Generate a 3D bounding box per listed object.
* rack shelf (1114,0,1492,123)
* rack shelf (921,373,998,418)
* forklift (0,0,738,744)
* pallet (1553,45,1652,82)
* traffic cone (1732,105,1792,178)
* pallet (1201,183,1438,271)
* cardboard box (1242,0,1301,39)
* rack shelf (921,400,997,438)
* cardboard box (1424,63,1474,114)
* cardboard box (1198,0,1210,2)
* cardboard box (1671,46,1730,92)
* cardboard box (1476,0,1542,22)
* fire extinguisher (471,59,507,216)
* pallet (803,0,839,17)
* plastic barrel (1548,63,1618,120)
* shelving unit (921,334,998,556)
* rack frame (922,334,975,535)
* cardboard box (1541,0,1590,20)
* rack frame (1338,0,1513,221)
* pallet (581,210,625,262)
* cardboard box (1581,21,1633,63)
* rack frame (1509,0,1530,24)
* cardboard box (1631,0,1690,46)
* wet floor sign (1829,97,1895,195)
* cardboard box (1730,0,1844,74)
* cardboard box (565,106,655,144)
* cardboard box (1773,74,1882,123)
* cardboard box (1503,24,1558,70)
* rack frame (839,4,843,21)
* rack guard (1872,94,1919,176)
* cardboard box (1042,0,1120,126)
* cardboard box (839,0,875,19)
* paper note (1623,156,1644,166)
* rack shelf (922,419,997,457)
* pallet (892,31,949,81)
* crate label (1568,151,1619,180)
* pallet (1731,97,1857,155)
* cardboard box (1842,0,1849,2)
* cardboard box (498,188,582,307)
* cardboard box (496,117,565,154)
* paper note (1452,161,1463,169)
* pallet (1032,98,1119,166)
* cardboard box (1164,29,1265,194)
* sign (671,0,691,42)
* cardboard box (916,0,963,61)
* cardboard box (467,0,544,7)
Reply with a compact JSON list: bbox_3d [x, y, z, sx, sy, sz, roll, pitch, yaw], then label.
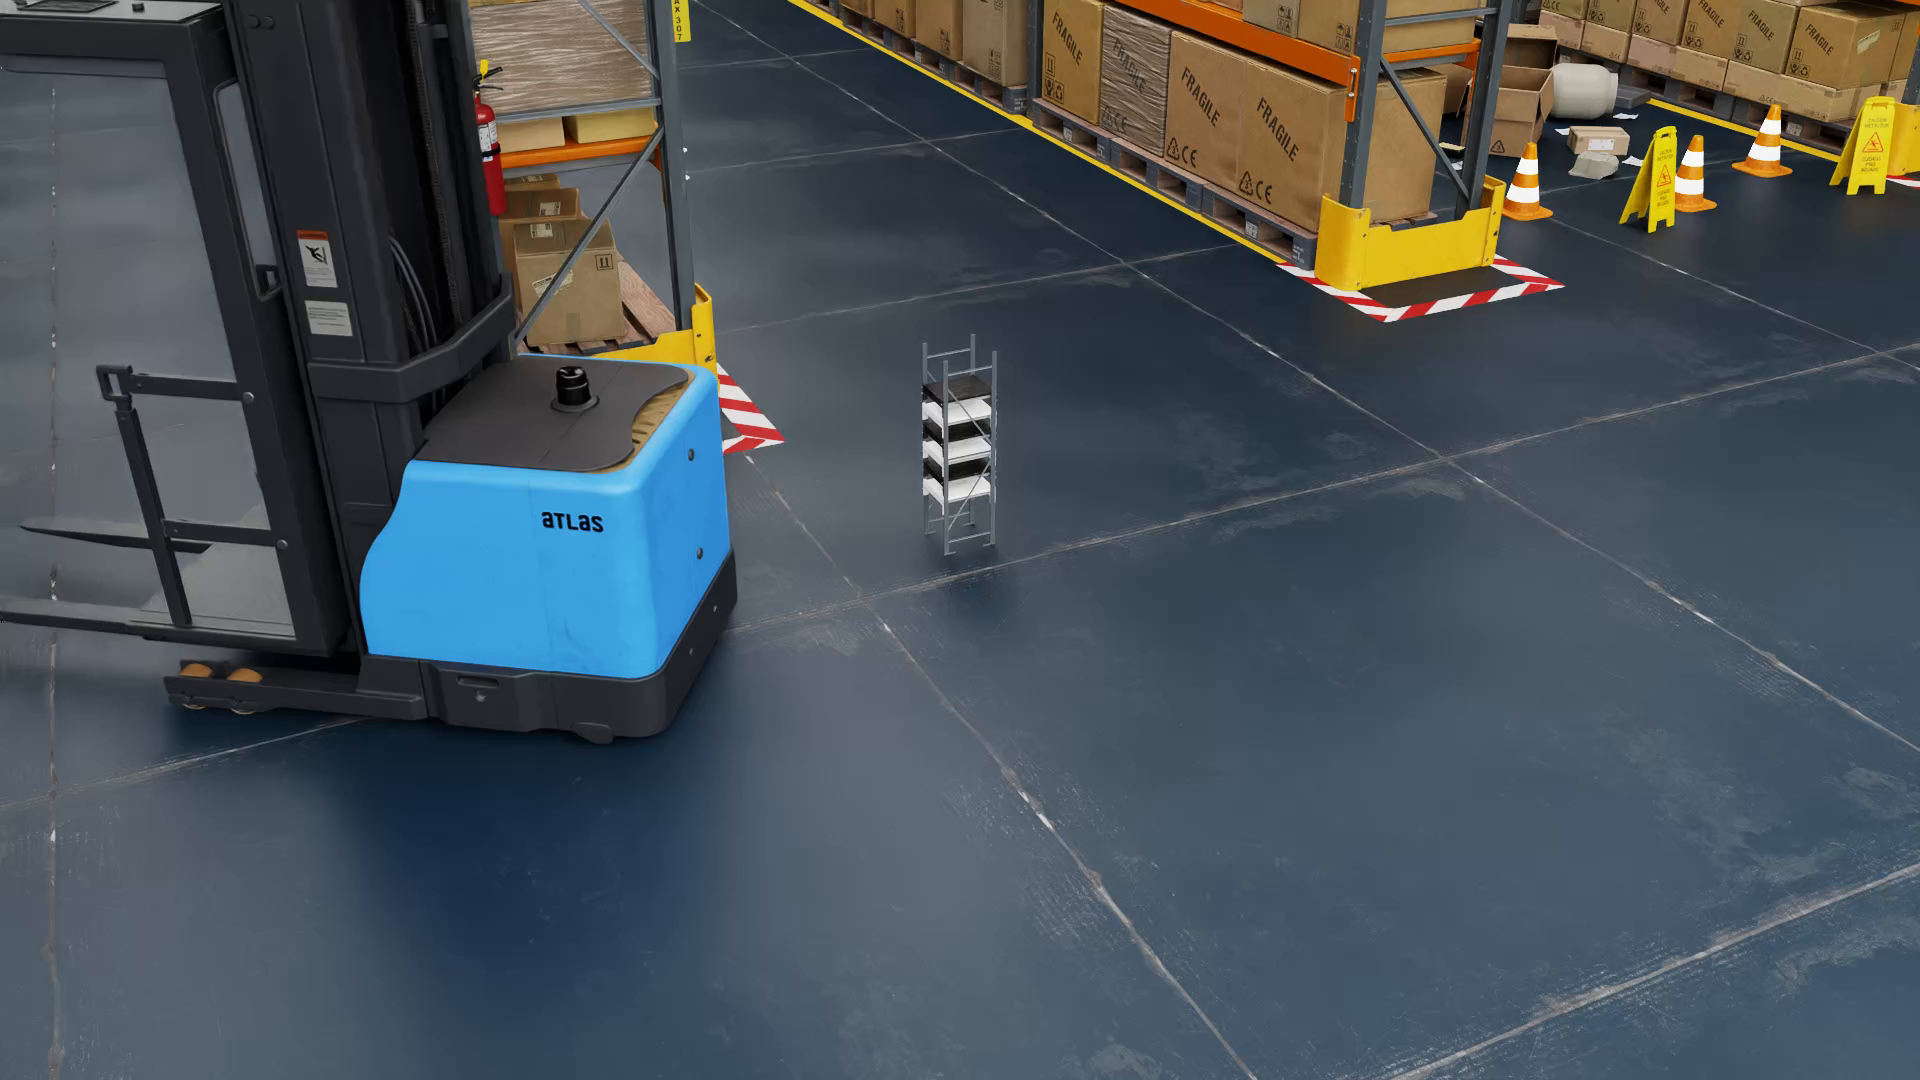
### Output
[{"bbox_3d":[1.863,-3.554,11.257,1.077,0.370,4.000,-13,32,-22],"label":"rack shelf"},{"bbox_3d":[-0.003,-0.603,6.921,0.258,0.077,0.200,-13,32,-22],"label":"rack shelf"},{"bbox_3d":[-2.456,-0.887,5.834,3.031,2.935,1.130,5,30,8],"label":"forklift"},{"bbox_3d":[5.752,-4.330,14.756,1.003,0.211,1.213,-13,32,-22],"label":"pallet"},{"bbox_3d":[5.799,-2.881,11.915,0.336,0.463,0.334,-13,32,-22],"label":"traffic cone"},{"bbox_3d":[2.308,-2.105,10.789,1.003,0.211,1.213,-13,32,-22],"label":"pallet"},{"bbox_3d":[2.265,-3.443,10.170,0.875,0.550,0.550,-13,32,-22],"label":"cardboard box"},{"bbox_3d":[-0.003,-0.524,6.965,0.258,0.077,0.200,-13,32,-22],"label":"rack shelf"},{"bbox_3d":[3.699,-3.695,13.186,0.797,0.637,0.503,-13,32,-22],"label":"cardboard box"},{"bbox_3d":[1.874,-3.942,11.060,0.875,0.550,0.500,-13,32,-22],"label":"cardboard box"},{"bbox_3d":[6.114,-3.814,13.366,0.500,0.250,0.500,-14,32,-24],"label":"cardboard box"},{"bbox_3d":[5.204,-5.104,15.542,0.950,0.372,0.625,-13,32,-21],"label":"cardboard box"},{"bbox_3d":[-2.169,-1.807,7.485,0.296,0.674,0.183,-13,32,-22],"label":"fire extinguisher"},{"bbox_3d":[-1.047,-5.648,17.106,1.003,0.211,1.213,-13,32,-22],"label":"pallet"},{"bbox_3d":[4.895,-3.540,13.129,0.512,0.421,0.421,7,30,13],"label":"plastic barrel"},{"bbox_3d":[-0.003,-0.396,7.036,0.258,0.900,0.210,-13,32,-22],"label":"shelving unit"},{"bbox_3d":[-0.047,-0.441,7.116,0.240,0.900,0.006,-13,32,-22],"label":"rack frame"},{"bbox_3d":[5.441,-4.829,14.411,0.500,0.500,0.500,-12,31,-20],"label":"cardboard box"},{"bbox_3d":[2.721,-2.985,9.506,1.000,3.000,0.127,-13,32,-22],"label":"rack frame"},{"bbox_3d":[-2.671,-1.710,10.083,1.003,0.211,1.213,-13,32,-22],"label":"pallet"},{"bbox_3d":[5.680,-4.269,14.178,0.500,0.250,0.500,-11,31,-19],"label":"cardboard box"},{"bbox_3d":[5.432,-5.836,14.590,1.000,3.000,0.127,-13,32,-22],"label":"rack frame"},{"bbox_3d":[5.902,-4.366,13.584,0.500,0.500,0.500,-11,31,-19],"label":"cardboard box"},{"bbox_3d":[6.264,-2.733,11.465,0.267,0.644,0.232,-3,29,-5],"label":"wet floor sign"},{"bbox_3d":[6.342,-3.909,12.769,0.500,0.500,0.500,-12,31,-20],"label":"cardboard box"},{"bbox_3d":[-1.709,-2.054,8.104,0.380,0.149,0.250,-13,32,-22],"label":"cardboard box"},{"bbox_3d":[6.548,-3.364,12.564,0.500,0.250,0.500,-13,32,-22],"label":"cardboard box"},{"bbox_3d":[4.663,-3.987,13.847,0.500,0.500,0.500,7,30,13],"label":"cardboard box"},{"bbox_3d":[-0.713,-6.519,15.808,1.000,3.000,0.127,-13,32,-22],"label":"rack frame"},{"bbox_3d":[7.116,-3.012,12.110,1.175,0.500,0.348,-13,32,-22],"label":"rack guard"},{"bbox_3d":[1.211,-3.716,12.552,0.875,0.875,0.875,-13,32,-21],"label":"cardboard box"},{"bbox_3d":[-0.533,-5.433,15.742,1.050,0.750,0.750,-14,32,-23],"label":"cardboard box"},{"bbox_3d":[4.945,-2.773,12.165,0.142,0.019,0.148,26,38,38],"label":"paper note"},{"bbox_3d":[-0.003,-0.446,7.009,0.258,0.077,0.200,-13,32,-22],"label":"rack shelf"},{"bbox_3d":[0.077,-4.400,14.881,1.003,0.211,1.213,-13,32,-22],"label":"pallet"},{"bbox_3d":[4.549,-2.690,11.908,0.298,0.136,0.250,19,34,30],"label":"crate label"},{"bbox_3d":[6.799,-3.252,12.834,1.003,0.211,1.213,-13,32,-22],"label":"pallet"},{"bbox_3d":[6.813,-4.035,12.993,0.500,0.500,0.500,-14,32,-24],"label":"cardboard box"},{"bbox_3d":[-2.342,-1.617,9.193,0.500,0.500,0.500,-5,30,-9],"label":"cardboard box"},{"bbox_3d":[-2.110,-1.961,7.937,0.380,0.149,0.250,-13,32,-22],"label":"cardboard box"},{"bbox_3d":[3.600,-2.720,12.071,0.144,0.017,0.142,-3,29,-5],"label":"paper note"},{"bbox_3d":[1.260,-3.183,12.711,1.003,0.211,1.213,-13,32,-22],"label":"pallet"},{"bbox_3d":[1.991,-2.915,11.125,0.875,0.875,0.875,-14,32,-23],"label":"cardboard box"},{"bbox_3d":[-1.312,-2.480,7.720,0.100,0.325,0.005,-13,32,-22],"label":"sign"},{"bbox_3d":[0.246,-4.636,14.321,1.050,0.750,0.750,-13,32,-22],"label":"cardboard box"},{"bbox_3d":[-2.261,-2.788,7.727,0.500,0.500,0.500,-13,32,-22],"label":"cardboard box"}]
